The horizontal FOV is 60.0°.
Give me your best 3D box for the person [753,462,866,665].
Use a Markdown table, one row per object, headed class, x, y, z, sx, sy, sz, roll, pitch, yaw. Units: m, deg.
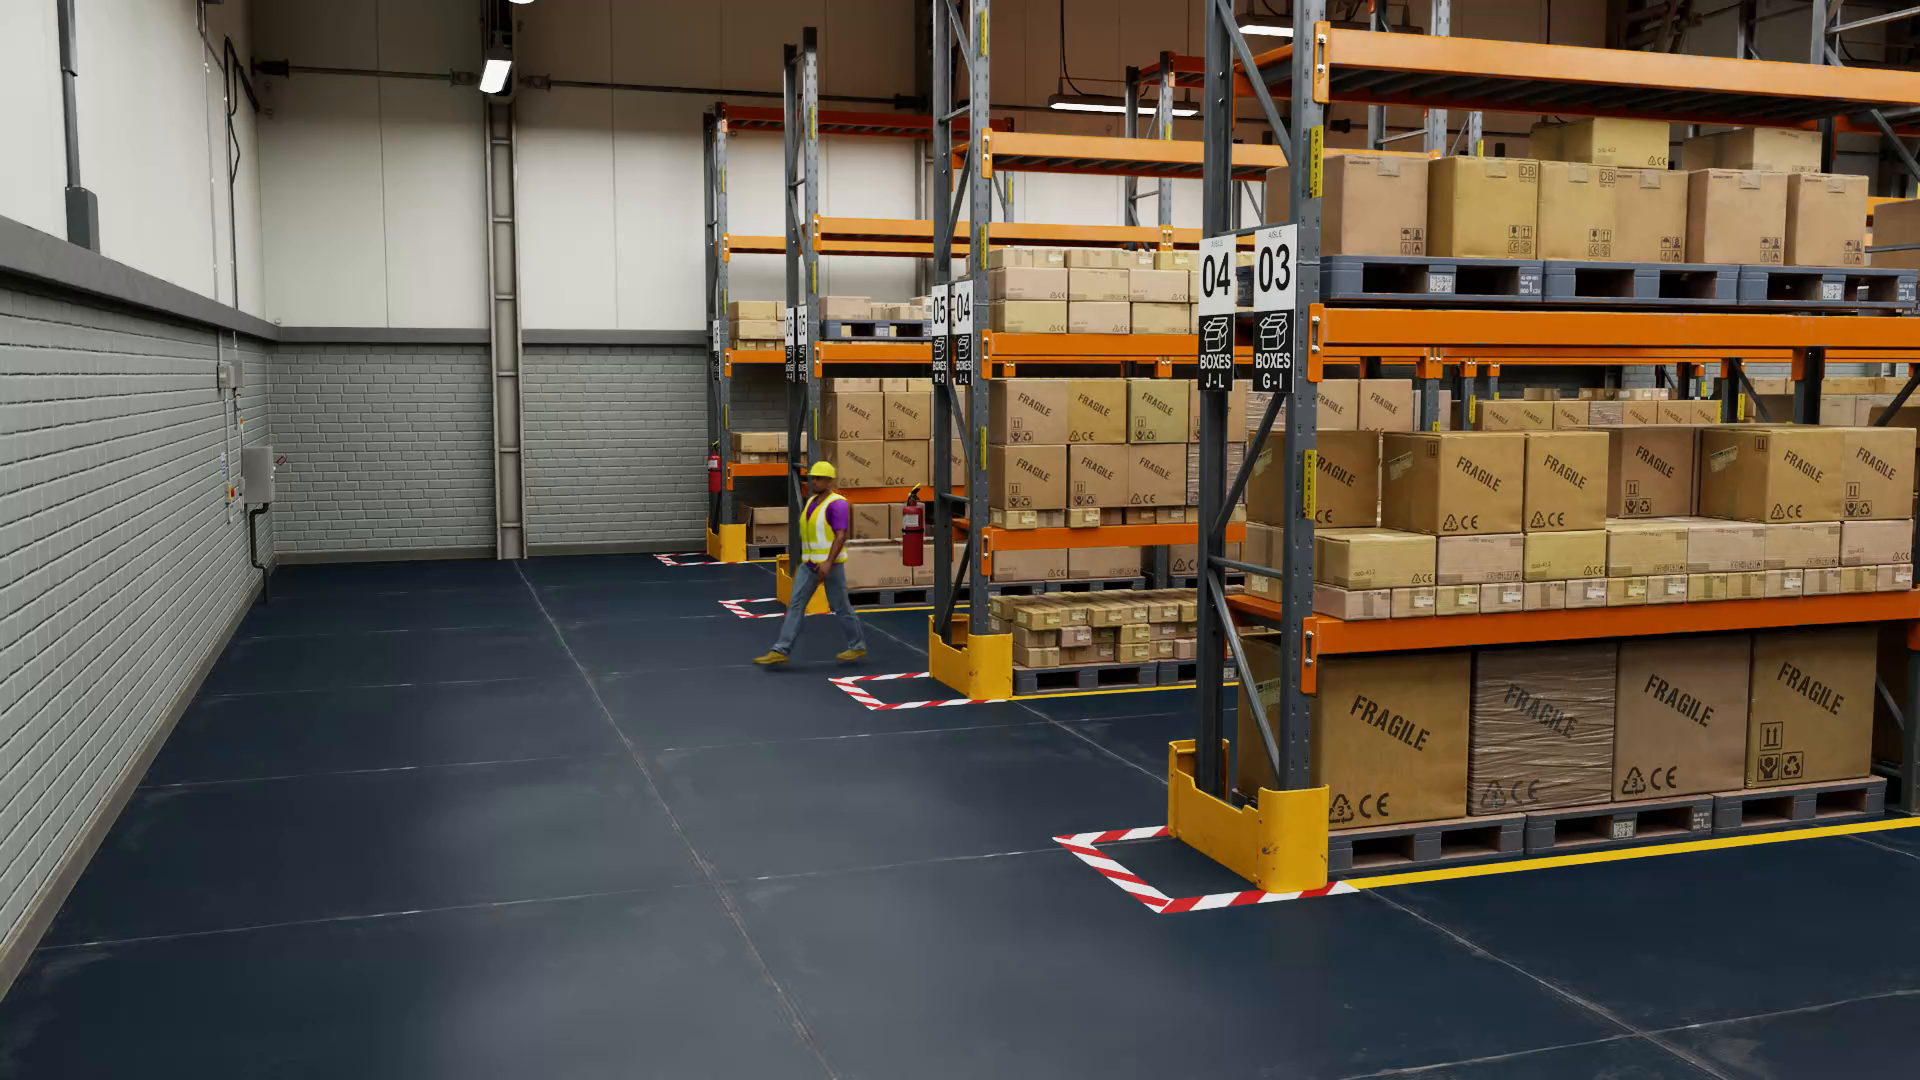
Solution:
| class | x | y | z | sx | sy | sz | roll | pitch | yaw |
| --- | --- | --- | --- | --- | --- | --- | --- | --- | --- |
| person | -1.235 | 0.194 | 14.106 | 1.001 | 1.711 | 0.609 | -5 | 8 | -43 |
